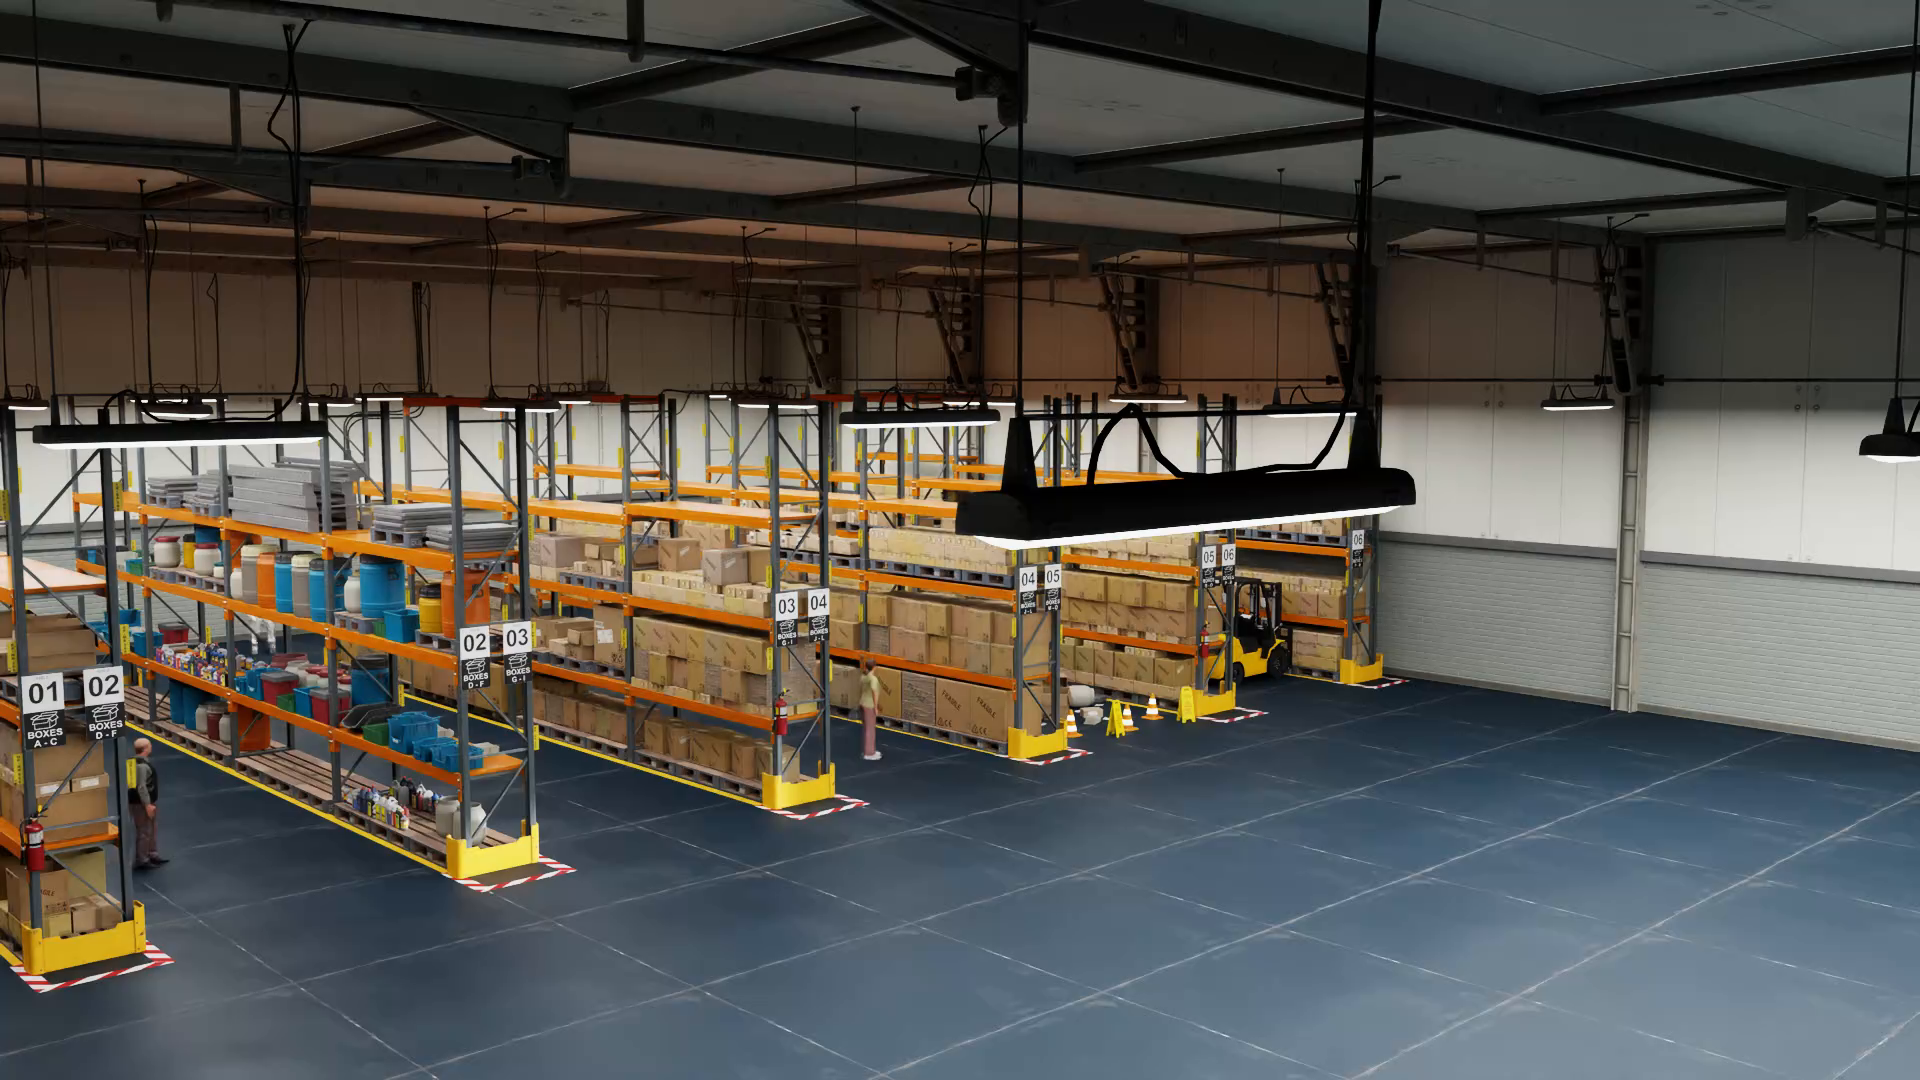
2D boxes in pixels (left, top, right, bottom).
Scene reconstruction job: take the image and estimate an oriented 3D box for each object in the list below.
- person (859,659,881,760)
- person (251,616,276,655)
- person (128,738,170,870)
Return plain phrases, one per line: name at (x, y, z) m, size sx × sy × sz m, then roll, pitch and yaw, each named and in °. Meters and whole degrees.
person at (-1.501, 2.814, 27.796) m, size 0.375 × 1.685 × 0.540 m, roll -3°, pitch 6°, yaw -28°
person at (-16.062, 1.733, 38.355) m, size 0.475 × 1.787 × 0.621 m, roll 5°, pitch 8°, yaw 45°
person at (-10.543, 3.406, 21.513) m, size 0.427 × 1.722 × 0.574 m, roll -1°, pitch 6°, yaw -12°
